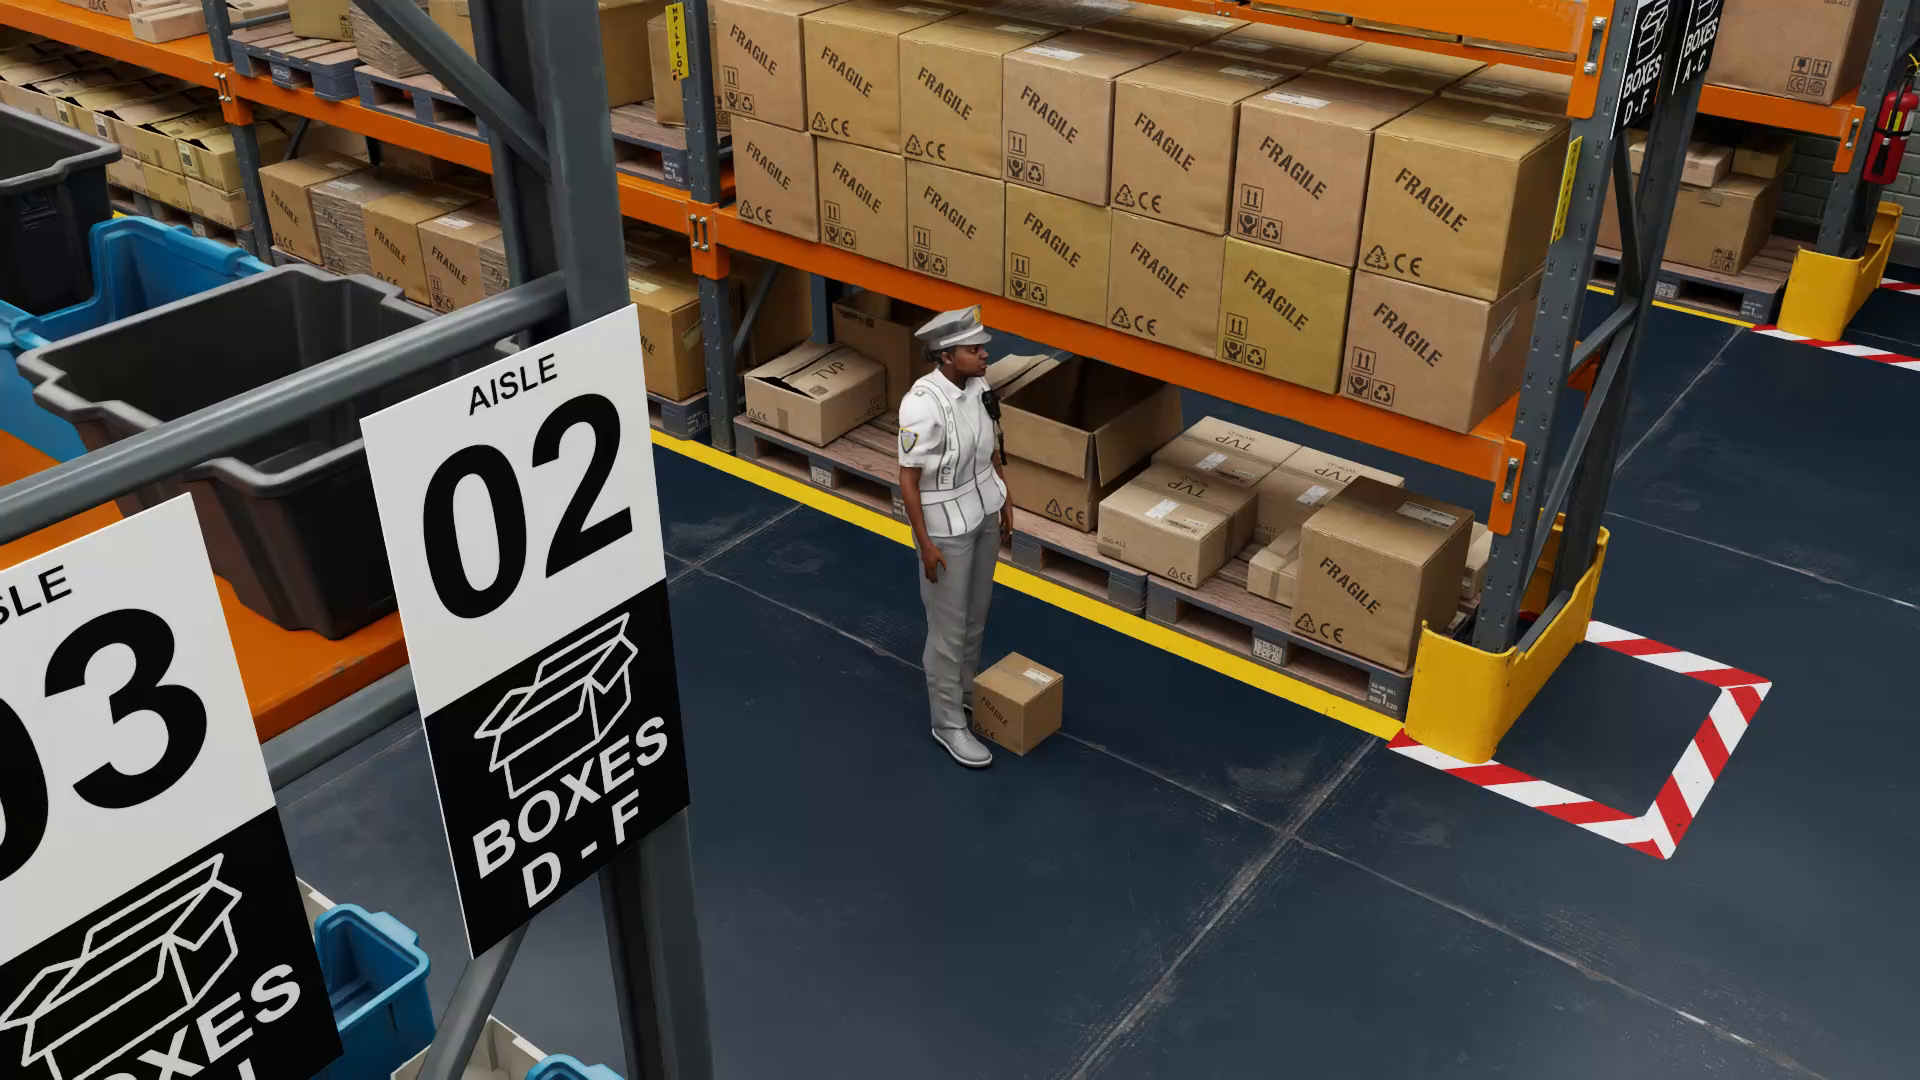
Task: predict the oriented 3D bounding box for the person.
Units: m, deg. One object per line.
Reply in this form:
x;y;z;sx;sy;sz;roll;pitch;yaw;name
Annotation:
0.039;-0.043;6.154;0.529;1.694;0.569;21;37;31;person
